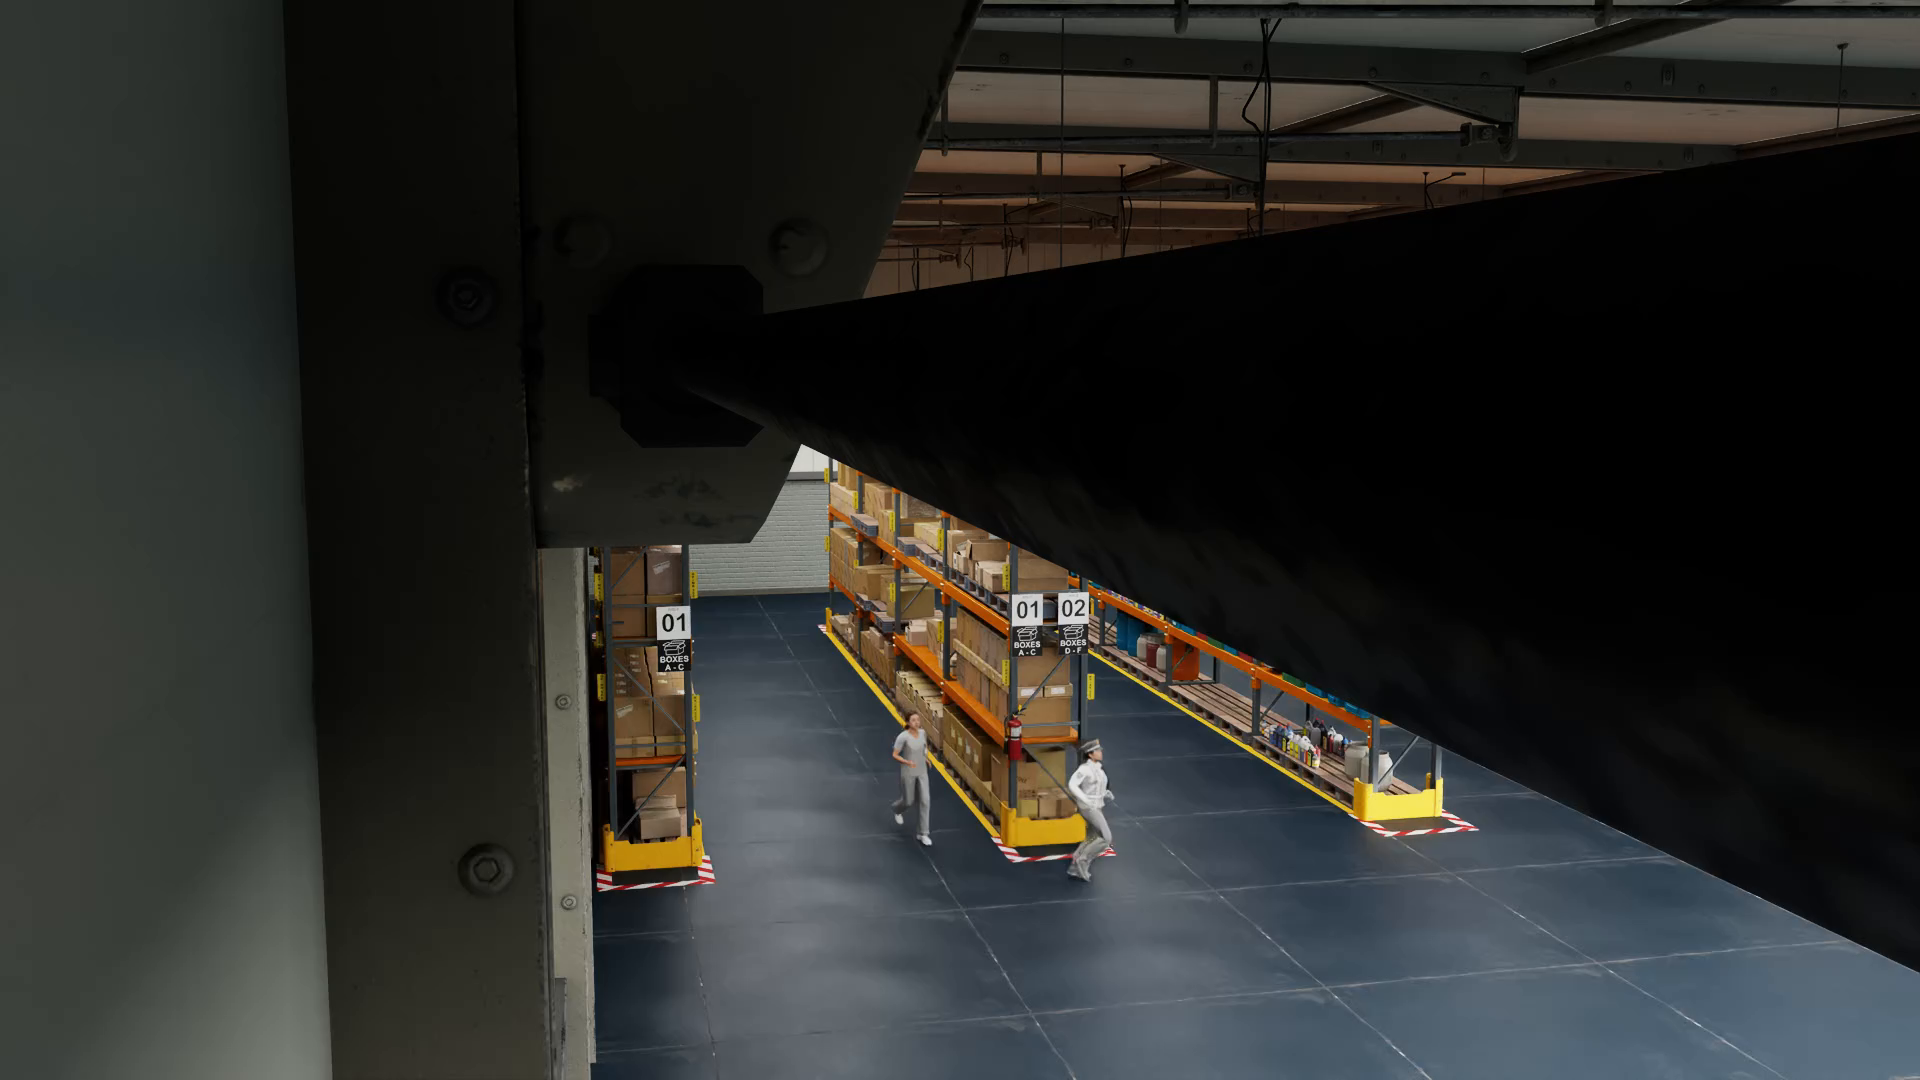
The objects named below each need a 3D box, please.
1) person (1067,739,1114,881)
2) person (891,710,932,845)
[{"bbox_3d":[1.567,3.172,19.656,0.549,1.669,0.651,2,7,20],"label":"person"},{"bbox_3d":[-0.608,2.989,21.250,0.574,1.666,0.927,-4,8,-28],"label":"person"}]
